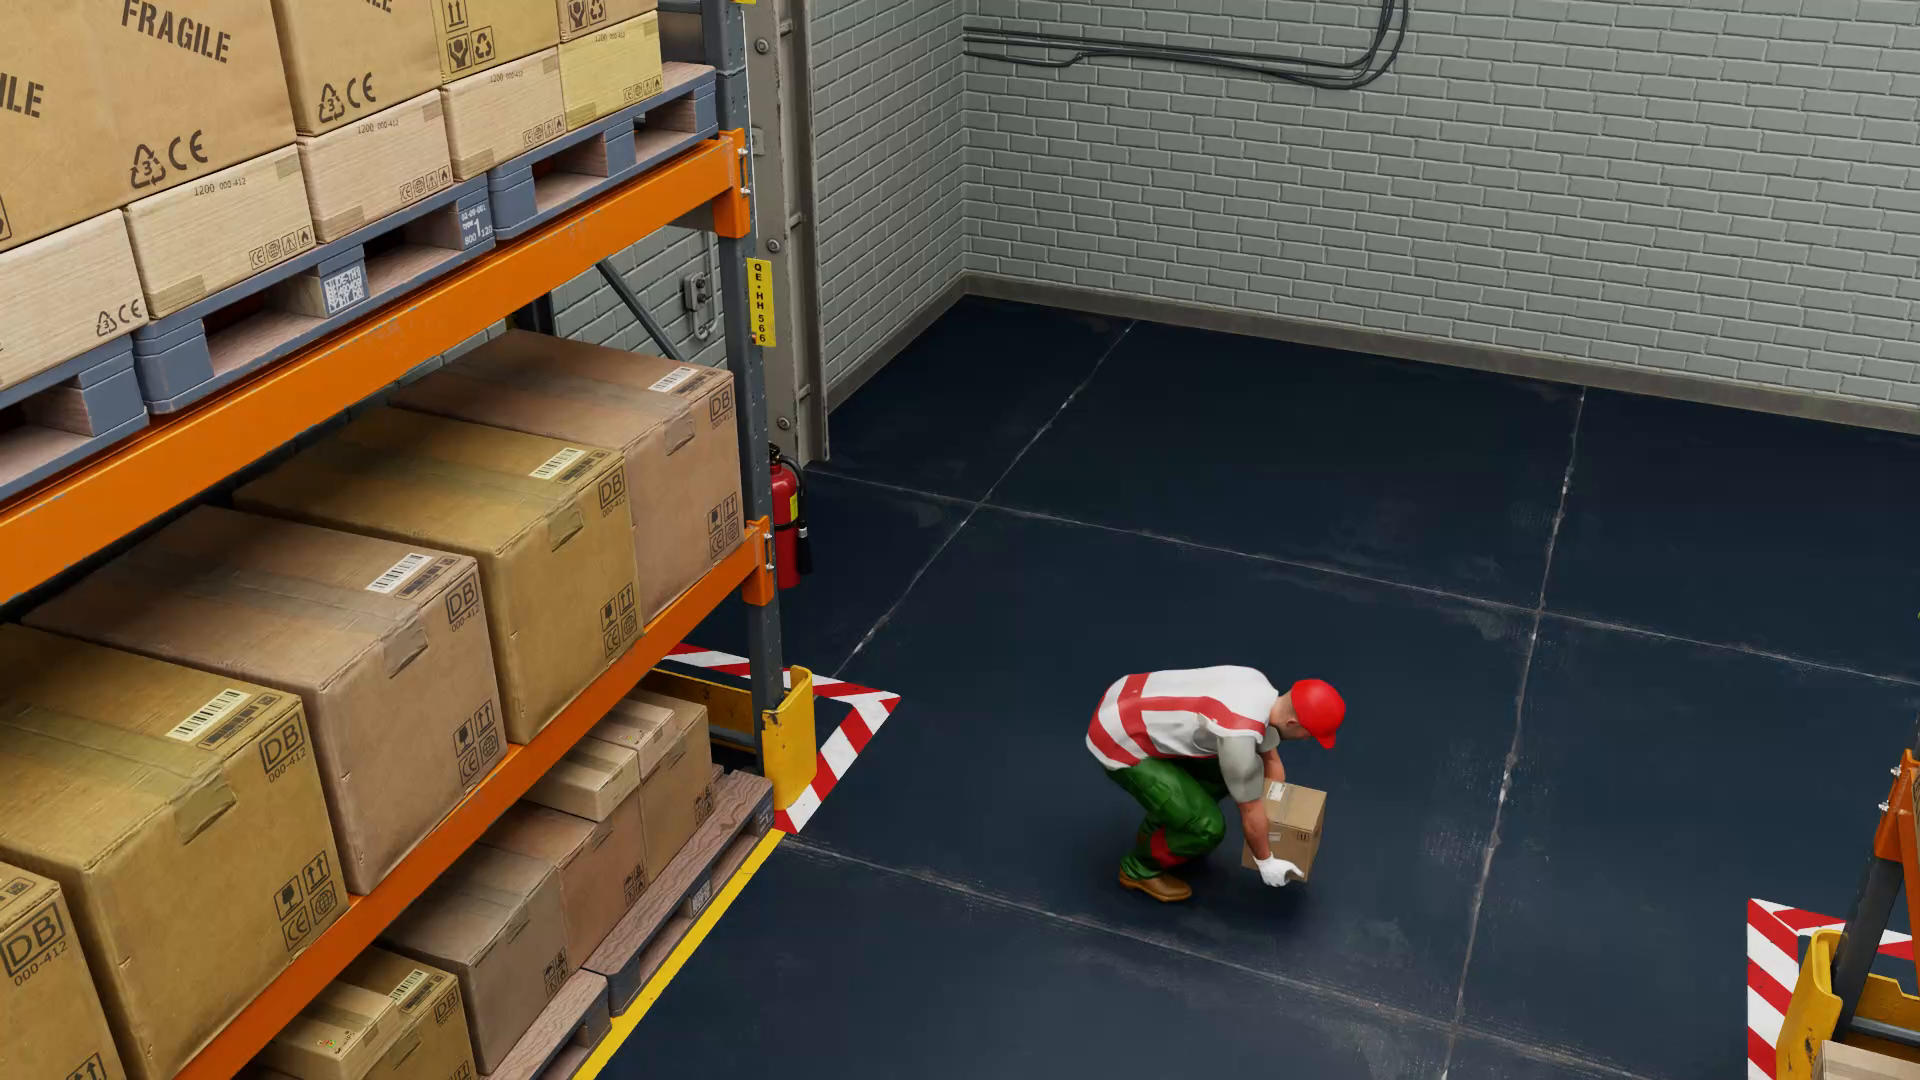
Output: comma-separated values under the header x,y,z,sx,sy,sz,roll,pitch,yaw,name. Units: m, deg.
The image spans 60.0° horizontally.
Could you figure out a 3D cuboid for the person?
x,y,z,sx,sy,sz,roll,pitch,yaw,name
0.945,0.900,6.322,0.933,0.989,0.533,10,31,18,person
